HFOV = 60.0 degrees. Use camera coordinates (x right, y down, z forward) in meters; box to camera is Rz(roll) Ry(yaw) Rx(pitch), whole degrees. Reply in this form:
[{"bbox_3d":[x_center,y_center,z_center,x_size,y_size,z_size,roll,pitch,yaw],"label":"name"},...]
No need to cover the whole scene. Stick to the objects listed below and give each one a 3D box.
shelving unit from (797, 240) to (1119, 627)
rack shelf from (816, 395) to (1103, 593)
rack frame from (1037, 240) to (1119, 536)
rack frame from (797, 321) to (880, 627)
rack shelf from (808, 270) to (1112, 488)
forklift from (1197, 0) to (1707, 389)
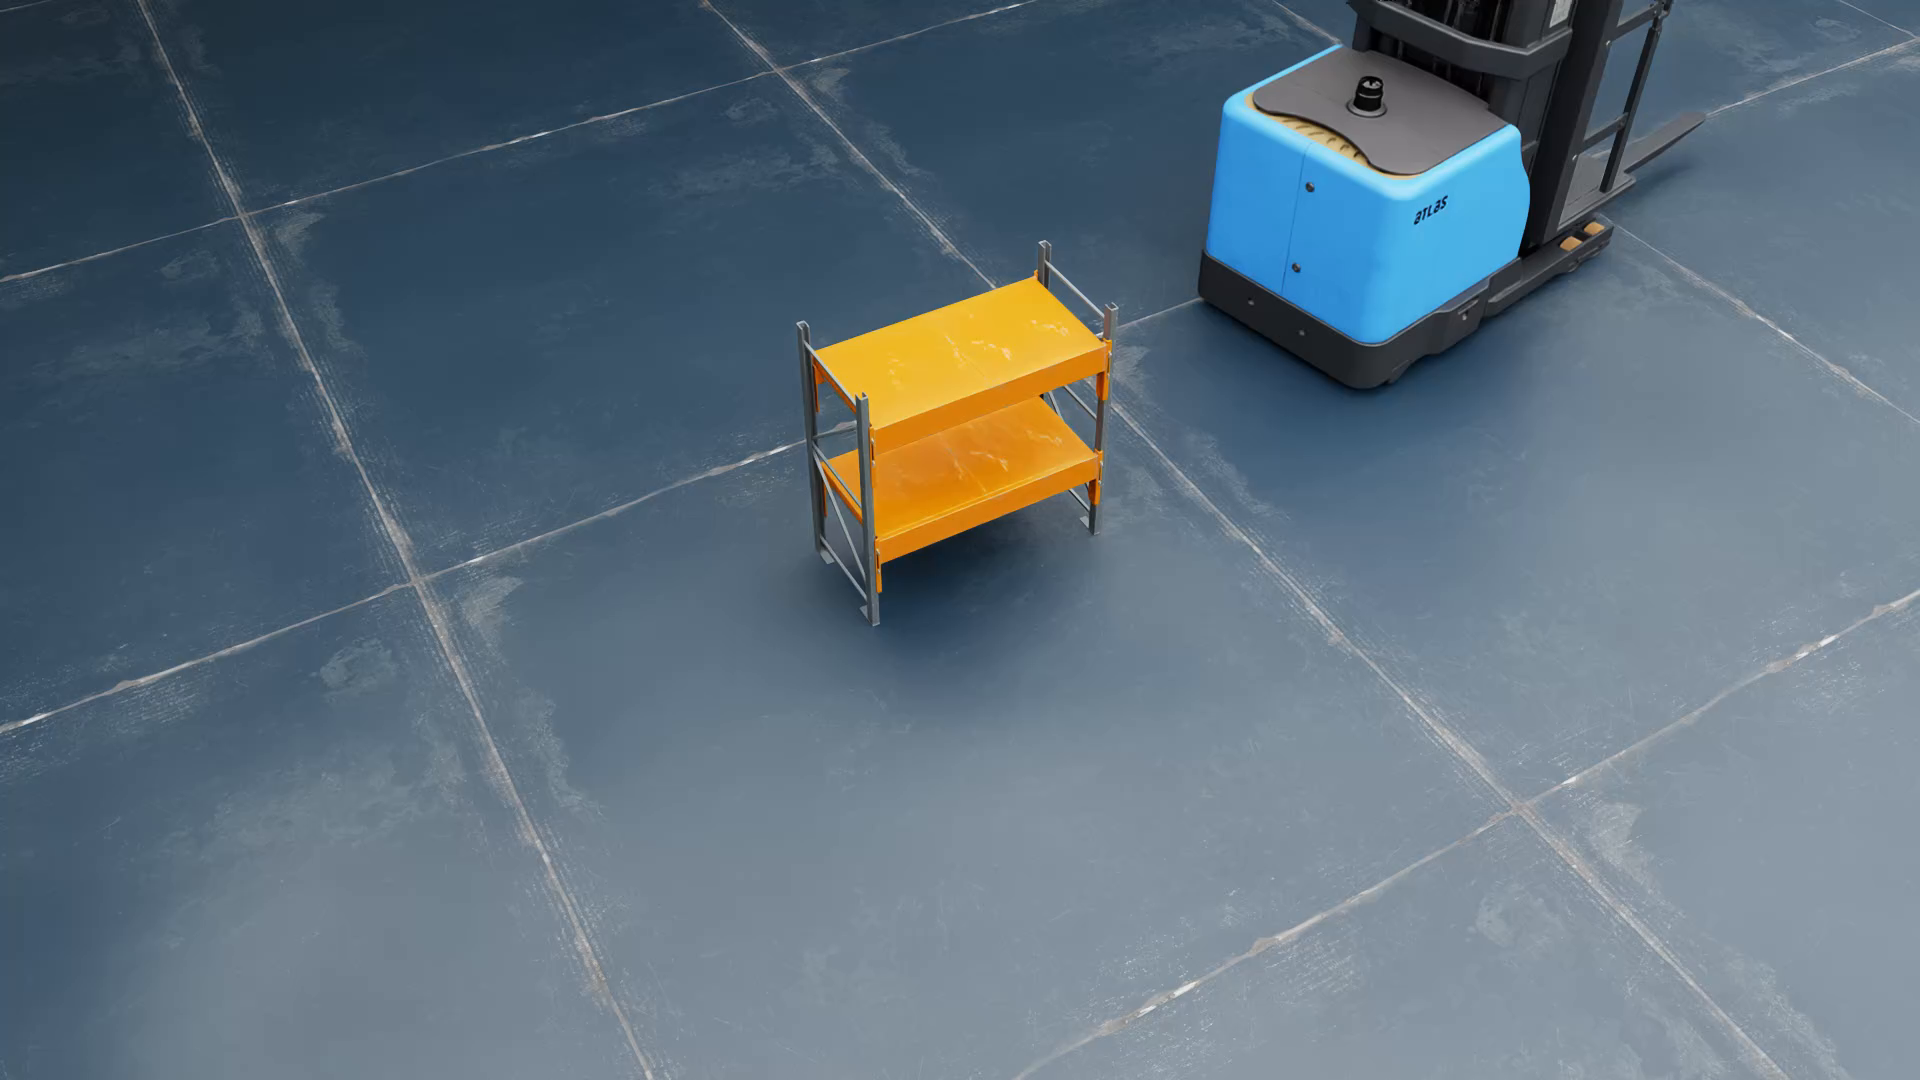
[{"bbox_3d":[-0.006,-0.401,6.356,1.048,1.125,0.538,-22,48,-21],"label":"shelving unit"},{"bbox_3d":[-0.006,-0.226,6.526,1.000,0.278,0.538,-22,48,-21],"label":"rack shelf"},{"bbox_3d":[0.435,-0.578,6.538,0.032,1.125,0.500,-22,48,-21],"label":"rack frame"},{"bbox_3d":[-0.447,-0.225,6.174,0.032,1.125,0.500,-22,48,-21],"label":"rack frame"},{"bbox_3d":[-0.006,-0.611,6.152,1.000,0.278,0.538,-22,48,-21],"label":"rack shelf"},{"bbox_3d":[2.564,-2.604,7.329,3.031,2.935,1.130,-31,52,-28],"label":"forklift"}]
